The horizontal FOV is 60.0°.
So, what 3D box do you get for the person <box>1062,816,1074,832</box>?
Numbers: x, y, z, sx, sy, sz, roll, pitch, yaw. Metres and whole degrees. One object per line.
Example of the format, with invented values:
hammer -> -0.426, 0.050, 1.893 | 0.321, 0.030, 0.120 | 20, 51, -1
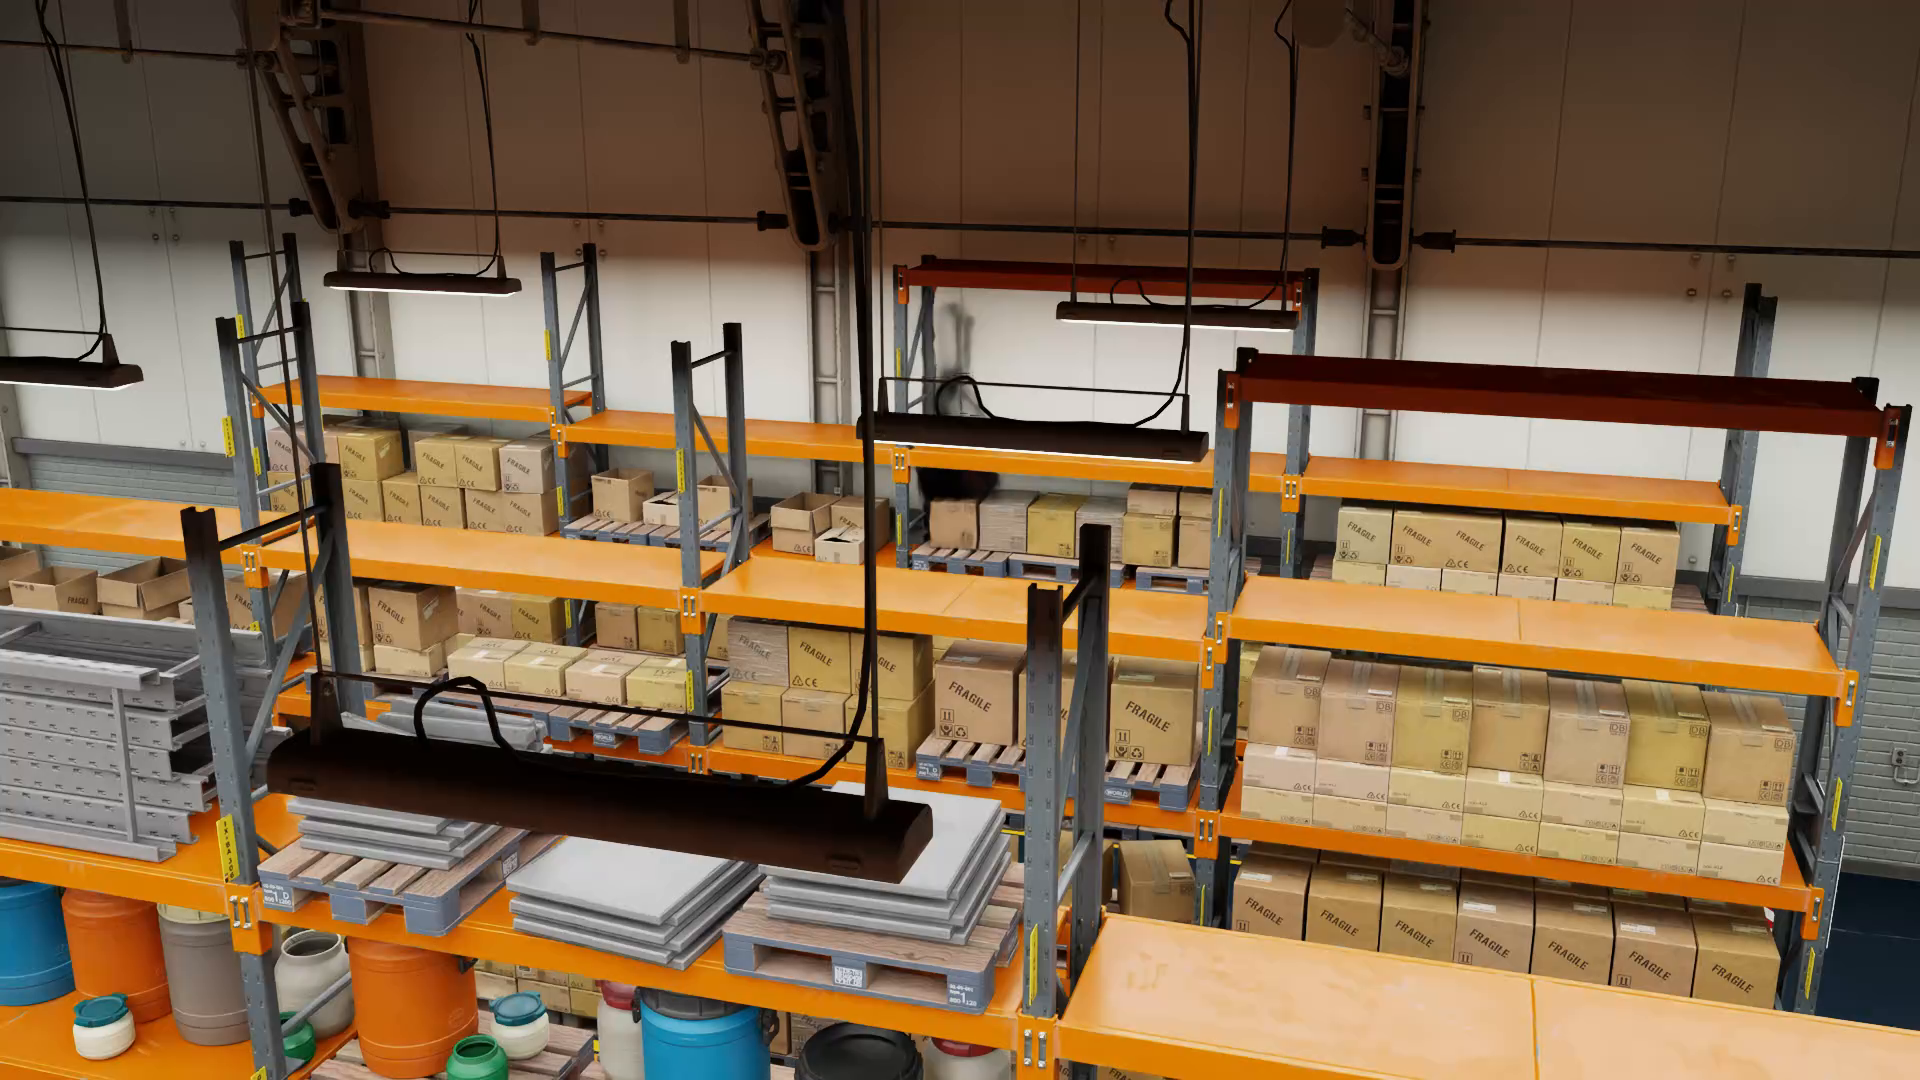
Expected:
person -> 1.061, 2.607, 15.570 | 0.592, 1.716, 0.689 | 0, 16, 1
